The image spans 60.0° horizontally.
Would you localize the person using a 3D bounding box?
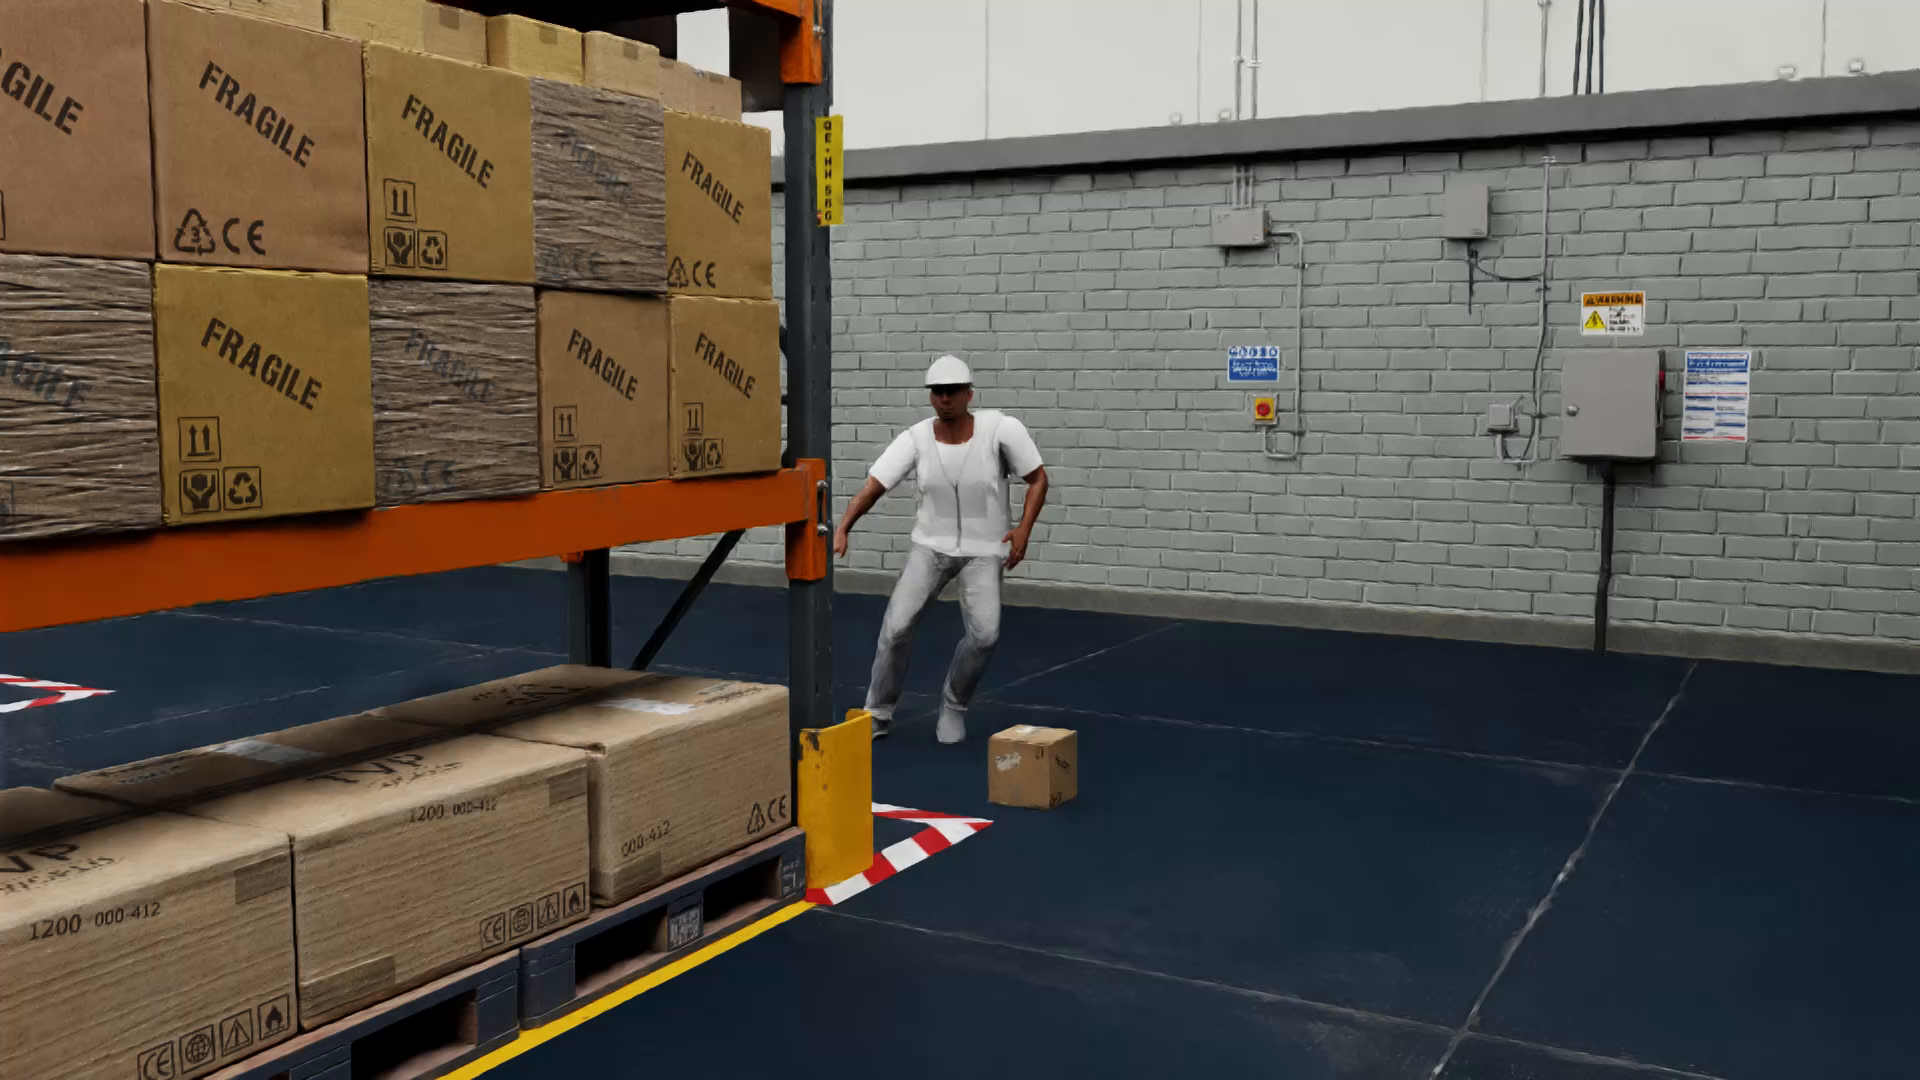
[{"bbox_3d":[-0.105,0.053,7.157,0.968,1.686,0.501,0,6,3],"label":"person"}]
